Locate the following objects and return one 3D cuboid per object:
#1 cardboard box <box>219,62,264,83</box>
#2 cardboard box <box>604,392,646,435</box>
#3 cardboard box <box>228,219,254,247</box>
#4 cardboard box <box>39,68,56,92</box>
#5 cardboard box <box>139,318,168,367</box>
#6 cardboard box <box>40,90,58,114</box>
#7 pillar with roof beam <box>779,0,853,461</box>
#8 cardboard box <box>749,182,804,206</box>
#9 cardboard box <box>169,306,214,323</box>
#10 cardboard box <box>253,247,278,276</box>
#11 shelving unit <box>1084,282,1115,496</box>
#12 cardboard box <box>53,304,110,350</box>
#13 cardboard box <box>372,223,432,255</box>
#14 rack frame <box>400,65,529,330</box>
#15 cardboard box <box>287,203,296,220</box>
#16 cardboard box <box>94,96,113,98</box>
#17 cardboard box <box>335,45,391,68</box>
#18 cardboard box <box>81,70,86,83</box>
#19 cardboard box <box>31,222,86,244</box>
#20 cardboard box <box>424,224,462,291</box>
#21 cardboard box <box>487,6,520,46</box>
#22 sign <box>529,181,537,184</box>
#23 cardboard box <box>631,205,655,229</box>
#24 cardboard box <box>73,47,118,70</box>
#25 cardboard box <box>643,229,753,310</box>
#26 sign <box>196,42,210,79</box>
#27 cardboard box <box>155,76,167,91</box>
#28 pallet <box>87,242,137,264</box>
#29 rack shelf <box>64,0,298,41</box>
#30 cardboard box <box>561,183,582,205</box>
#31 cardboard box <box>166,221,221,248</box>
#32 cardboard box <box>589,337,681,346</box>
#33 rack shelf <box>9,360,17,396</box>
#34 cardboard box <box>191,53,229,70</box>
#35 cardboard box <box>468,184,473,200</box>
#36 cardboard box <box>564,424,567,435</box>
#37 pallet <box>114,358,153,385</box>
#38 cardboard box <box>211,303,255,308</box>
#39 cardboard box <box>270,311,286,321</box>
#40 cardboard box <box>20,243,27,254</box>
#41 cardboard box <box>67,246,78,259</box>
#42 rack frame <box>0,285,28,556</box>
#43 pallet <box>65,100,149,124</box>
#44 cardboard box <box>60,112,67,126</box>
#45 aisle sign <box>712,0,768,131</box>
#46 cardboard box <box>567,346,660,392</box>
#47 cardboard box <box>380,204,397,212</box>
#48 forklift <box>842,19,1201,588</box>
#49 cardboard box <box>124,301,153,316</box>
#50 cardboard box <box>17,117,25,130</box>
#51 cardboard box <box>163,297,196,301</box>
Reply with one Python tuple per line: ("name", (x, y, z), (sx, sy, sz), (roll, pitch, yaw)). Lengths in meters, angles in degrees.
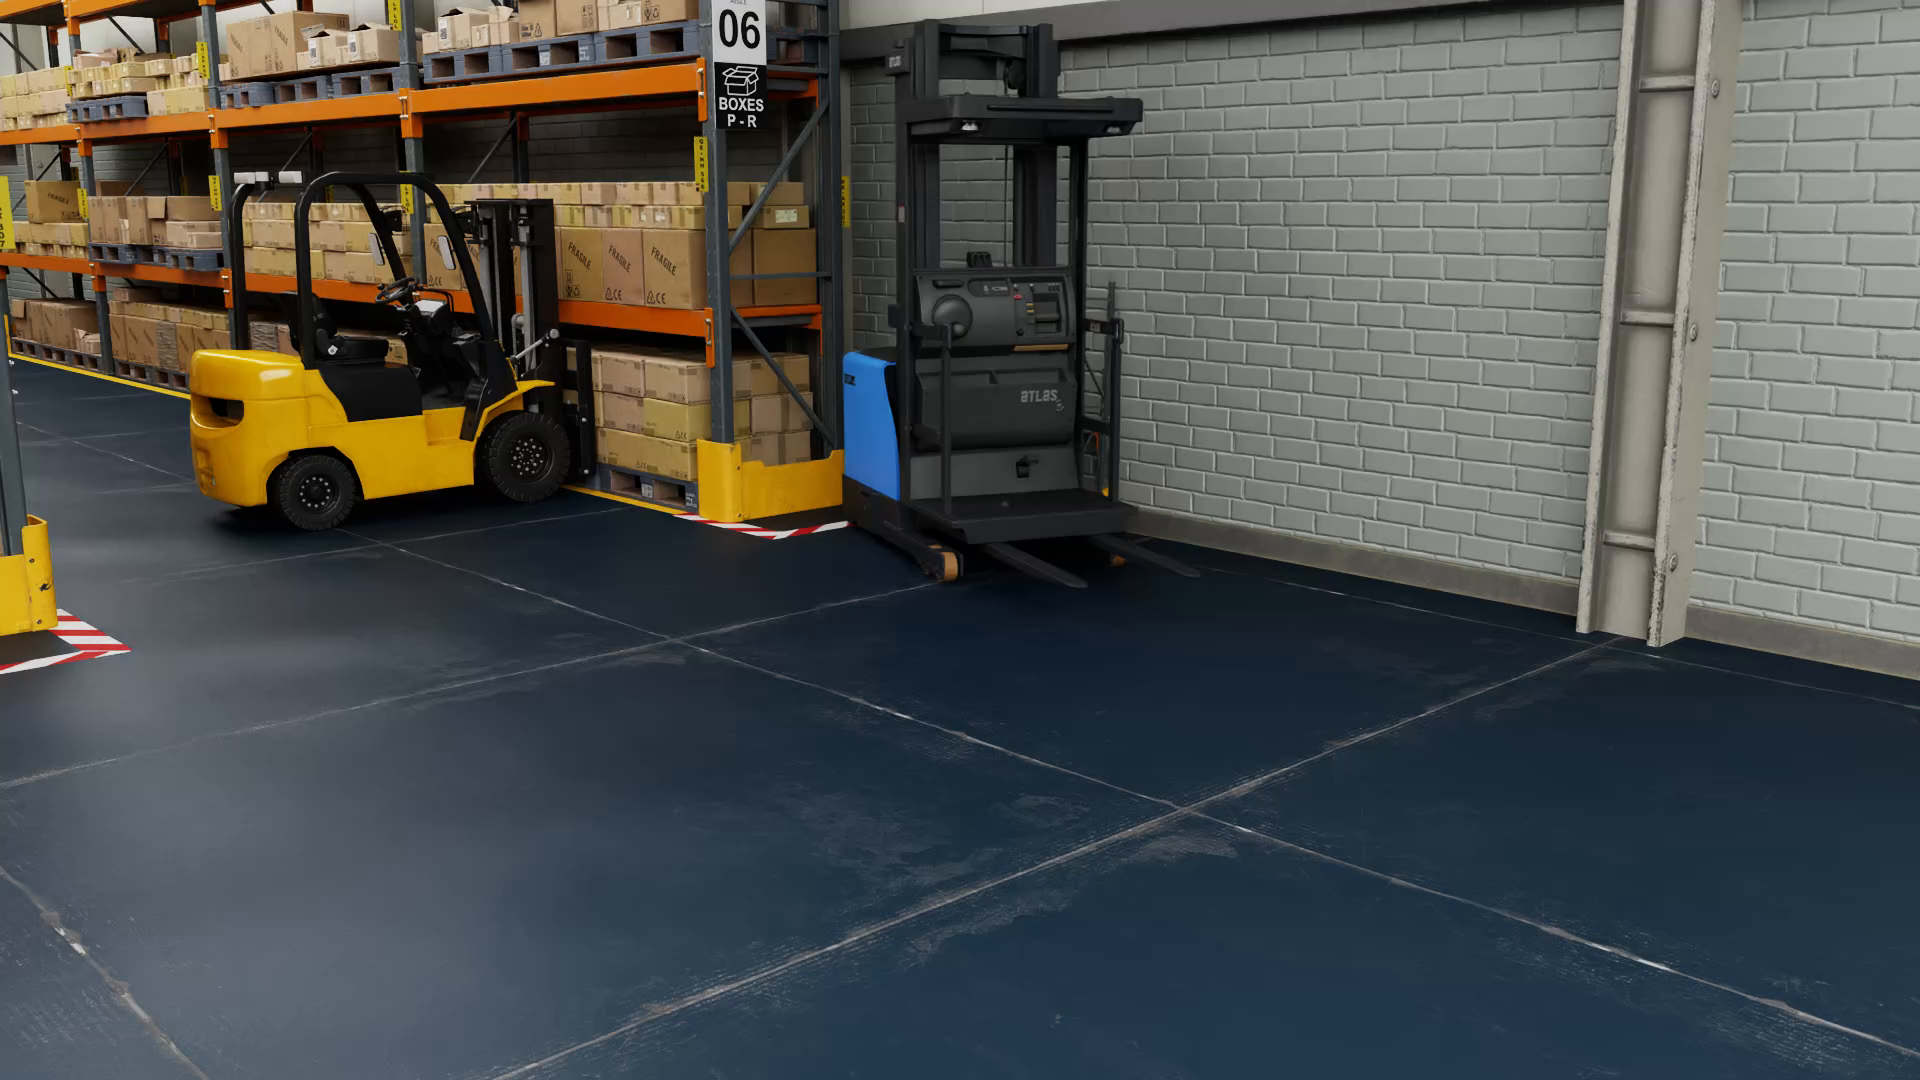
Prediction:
("cardboard box", (-6.675, -4.365, 15.520), (0.380, 0.166, 0.250), (-11, 16, -43))
("cardboard box", (-2.072, -0.887, 11.318), (0.500, 0.250, 0.500), (-11, 16, -43))
("cardboard box", (-6.585, -2.918, 15.772), (0.500, 0.250, 0.500), (-11, 16, -43))
("cardboard box", (-10.338, -5.331, 19.318), (0.500, 0.250, 0.500), (-11, 16, -43))
("cardboard box", (-8.571, -2.162, 18.126), (0.500, 0.500, 0.500), (11, 16, 43))
("cardboard box", (-10.339, -5.084, 19.353), (0.500, 0.250, 0.500), (11, 16, 43))
("pillar with roof beam", (-4.114, -4.247, 8.223), (9.100, 9.000, 0.400), (-11, 16, -43))
("cardboard box", (-1.249, -2.272, 10.914), (0.380, 0.149, 0.250), (-11, 16, -44))
("cardboard box", (-8.116, -2.382, 17.585), (0.250, 0.149, 0.380), (11, 16, 42))
("cardboard box", (-6.223, -2.602, 15.480), (0.500, 0.250, 0.500), (-11, 16, -44))
("shelving unit", (0.353, -0.866, 10.293), (0.587, 1.500, 1.083), (-6, 13, -45))
("cardboard box", (-10.588, -2.613, 20.316), (0.500, 0.500, 0.700), (11, 16, 43))
("cardboard box", (-4.458, -2.472, 13.610), (0.500, 0.250, 0.500), (-11, 16, -44))
("rack frame", (-3.934, -2.265, 13.471), (1.000, 3.000, 0.127), (-11, 16, -43))
("cardboard box", (-5.790, -2.941, 14.896), (0.380, 0.149, 0.250), (-10, 16, -41))
("cardboard box", (-9.140, -4.868, 18.007), (0.380, 0.149, 0.250), (-11, 16, -42))
("cardboard box", (-4.913, -3.984, 13.714), (0.380, 0.149, 0.250), (-11, 16, -43))
("cardboard box", (-9.334, -5.045, 18.129), (0.380, 0.149, 0.250), (-11, 16, -42))
("cardboard box", (-11.033, -3.766, 20.391), (0.500, 0.250, 0.500), (11, 16, 44))
("cardboard box", (-3.816, -2.213, 12.970), (0.500, 0.500, 0.500), (11, 16, 44))
("cardboard box", (-3.129, -3.664, 11.872), (0.258, 0.266, 0.396), (11, 16, 44))
("sign", (-3.534, -2.805, 13.752), (0.100, 0.325, 0.005), (-11, 16, -43))
("cardboard box", (-1.947, -2.139, 11.004), (0.380, 0.149, 0.250), (-11, 16, -42))
("cardboard box", (-9.503, -5.289, 18.286), (0.396, 0.266, 0.258), (-11, 16, -43))
("cardboard box", (-1.701, -1.765, 10.798), (0.500, 0.500, 0.500), (-11, 16, -44))
("sign", (-7.090, -4.496, 15.584), (0.100, 0.325, 0.005), (-11, 16, -43))
("cardboard box", (-7.985, -4.649, 16.994), (0.380, 0.149, 0.250), (-10, 15, -41))
("pallet", (-8.986, -3.206, 18.517), (1.003, 0.211, 1.213), (-11, 16, -43))
("rack shelf", (-8.077, -5.530, 17.228), (1.077, 0.370, 4.000), (-11, 16, -43))
("cardboard box", (-2.525, -2.389, 11.479), (0.380, 0.149, 0.250), (-10, 16, -41))
("cardboard box", (-7.659, -3.090, 16.805), (0.500, 0.250, 0.500), (11, 16, 42))
("cardboard box", (-2.401, -1.349, 12.320), (0.500, 0.250, 0.500), (-11, 16, -44))
("rack shelf", (-6.140, -0.928, 8.766), (1.077, 0.370, 4.000), (-11, 16, -43))
("cardboard box", (-7.148, -4.594, 15.990), (0.380, 0.149, 0.250), (-10, 15, -41))
("cardboard box", (-3.500, -2.628, 12.640), (0.380, 0.149, 0.250), (-11, 16, -44))
("cardboard box", (-2.775, -0.785, 12.063), (0.500, 0.250, 0.500), (-10, 15, -41))
("pallet", (-8.870, -1.953, 18.868), (1.003, 0.211, 1.213), (-11, 16, -43))
("cardboard box", (-7.918, -2.494, 18.129), (0.250, 0.149, 0.380), (11, 16, 43))
("cardboard box", (-6.831, -2.267, 17.029), (0.380, 0.149, 0.250), (-10, 15, -40))
("cardboard box", (-11.646, -3.697, 21.046), (0.380, 0.149, 0.250), (-10, 15, -41))
("cardboard box", (-10.254, -3.390, 19.555), (0.380, 0.149, 0.250), (-10, 16, -41))
("rack frame", (-4.759, -0.989, 7.277), (1.000, 3.000, 0.127), (-11, 16, -43))
("pallet", (-9.059, -4.704, 18.344), (1.213, 0.211, 1.003), (-11, 16, -43))
("cardboard box", (-10.087, -4.826, 19.091), (0.380, 0.149, 0.250), (-11, 16, -43))
("aisle sign", (-1.339, -2.904, 10.130), (0.394, 0.787, 0.004), (-11, 16, -43))
("cardboard box", (-2.428, -1.199, 11.595), (0.500, 0.250, 0.500), (-11, 16, -42))
("cardboard box", (-4.522, -2.686, 13.657), (0.380, 0.149, 0.250), (-11, 16, -43))
("forklift", (0.285, -1.306, 8.987), (1.130, 2.935, 3.031), (-5, 13, -21))
("cardboard box", (-9.156, -2.612, 18.704), (0.250, 0.149, 0.380), (11, 16, 44))
("cardboard box", (-11.180, -5.046, 20.159), (0.380, 0.149, 0.250), (-11, 16, -42))
("cardboard box", (-8.996, -2.718, 19.216), (0.250, 0.149, 0.380), (11, 16, 43))
